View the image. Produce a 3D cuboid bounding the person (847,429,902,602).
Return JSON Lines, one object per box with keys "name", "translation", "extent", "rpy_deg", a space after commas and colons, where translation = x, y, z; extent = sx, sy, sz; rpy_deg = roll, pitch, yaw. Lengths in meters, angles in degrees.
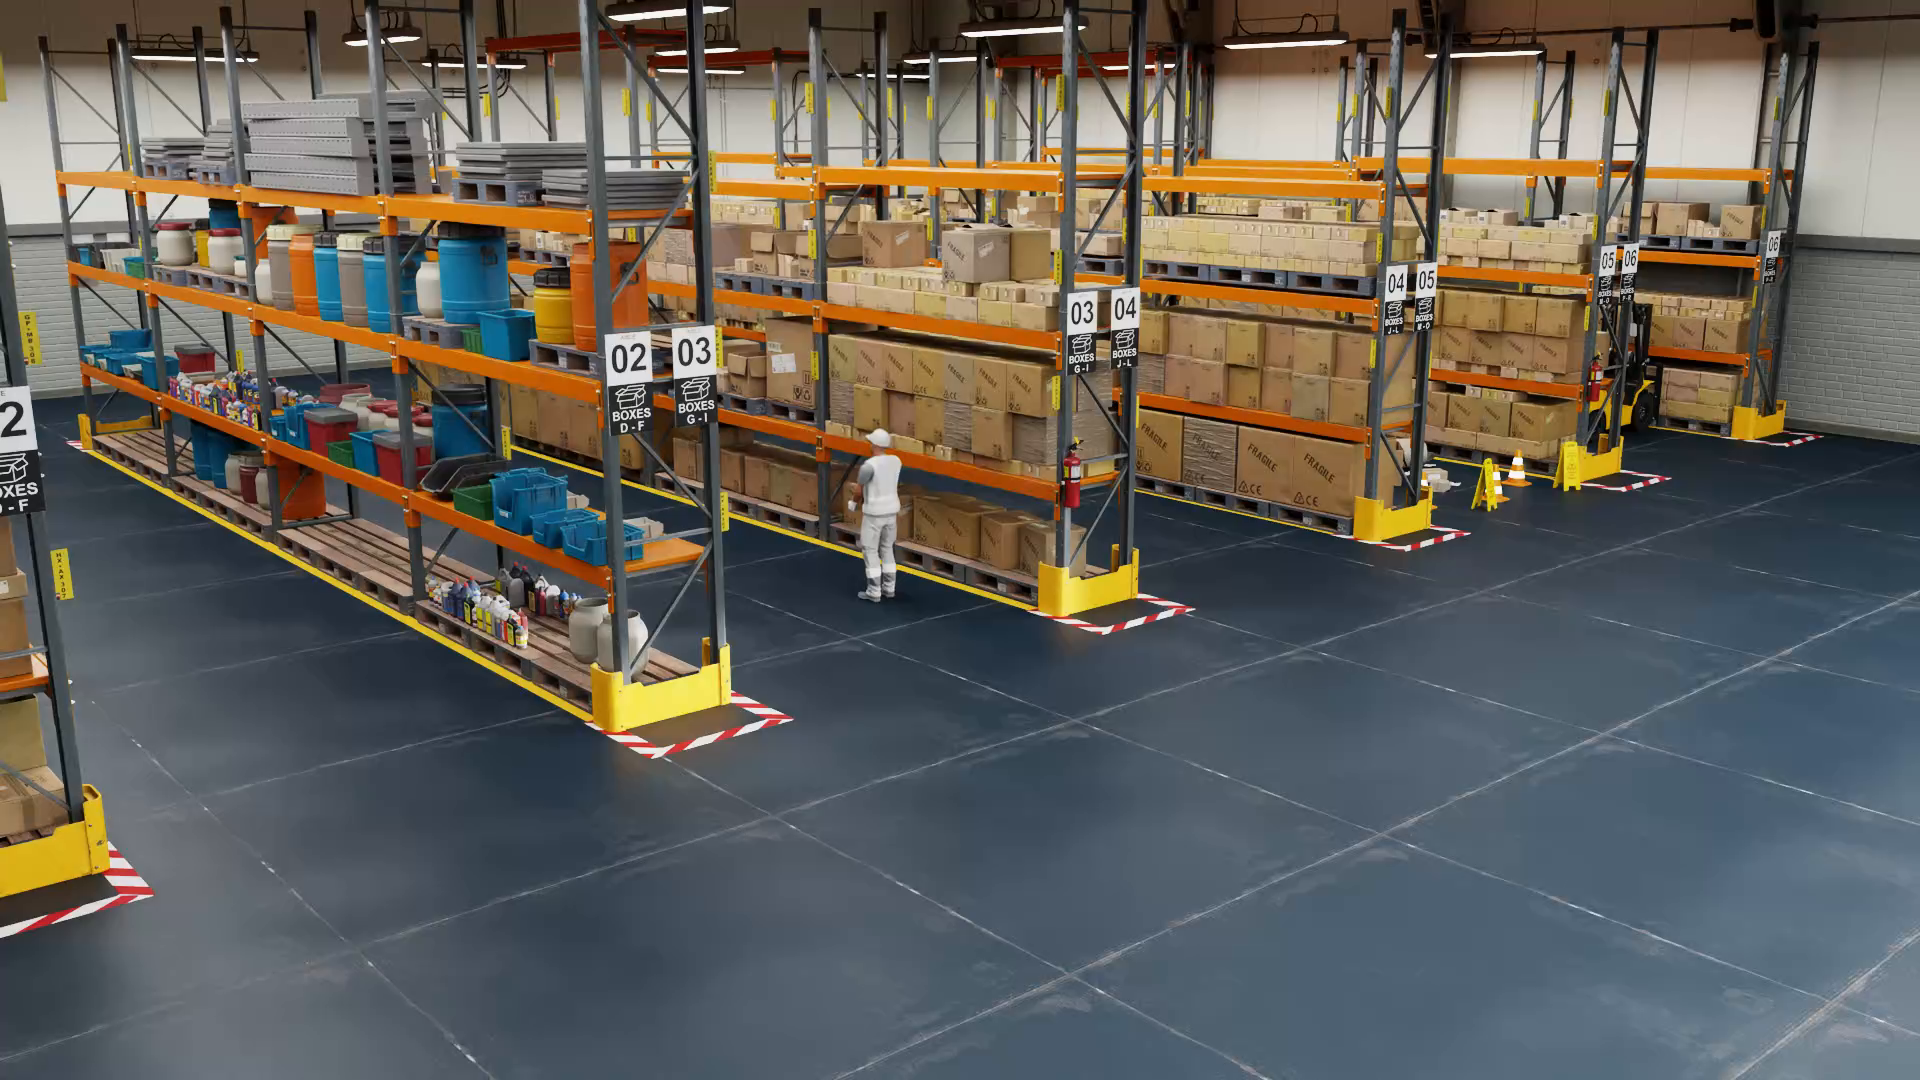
{"name": "person", "translation": [-0.896, -0.281, 17.084], "extent": [0.495, 1.786, 0.558], "rpy_deg": [-12, 18, -39]}
